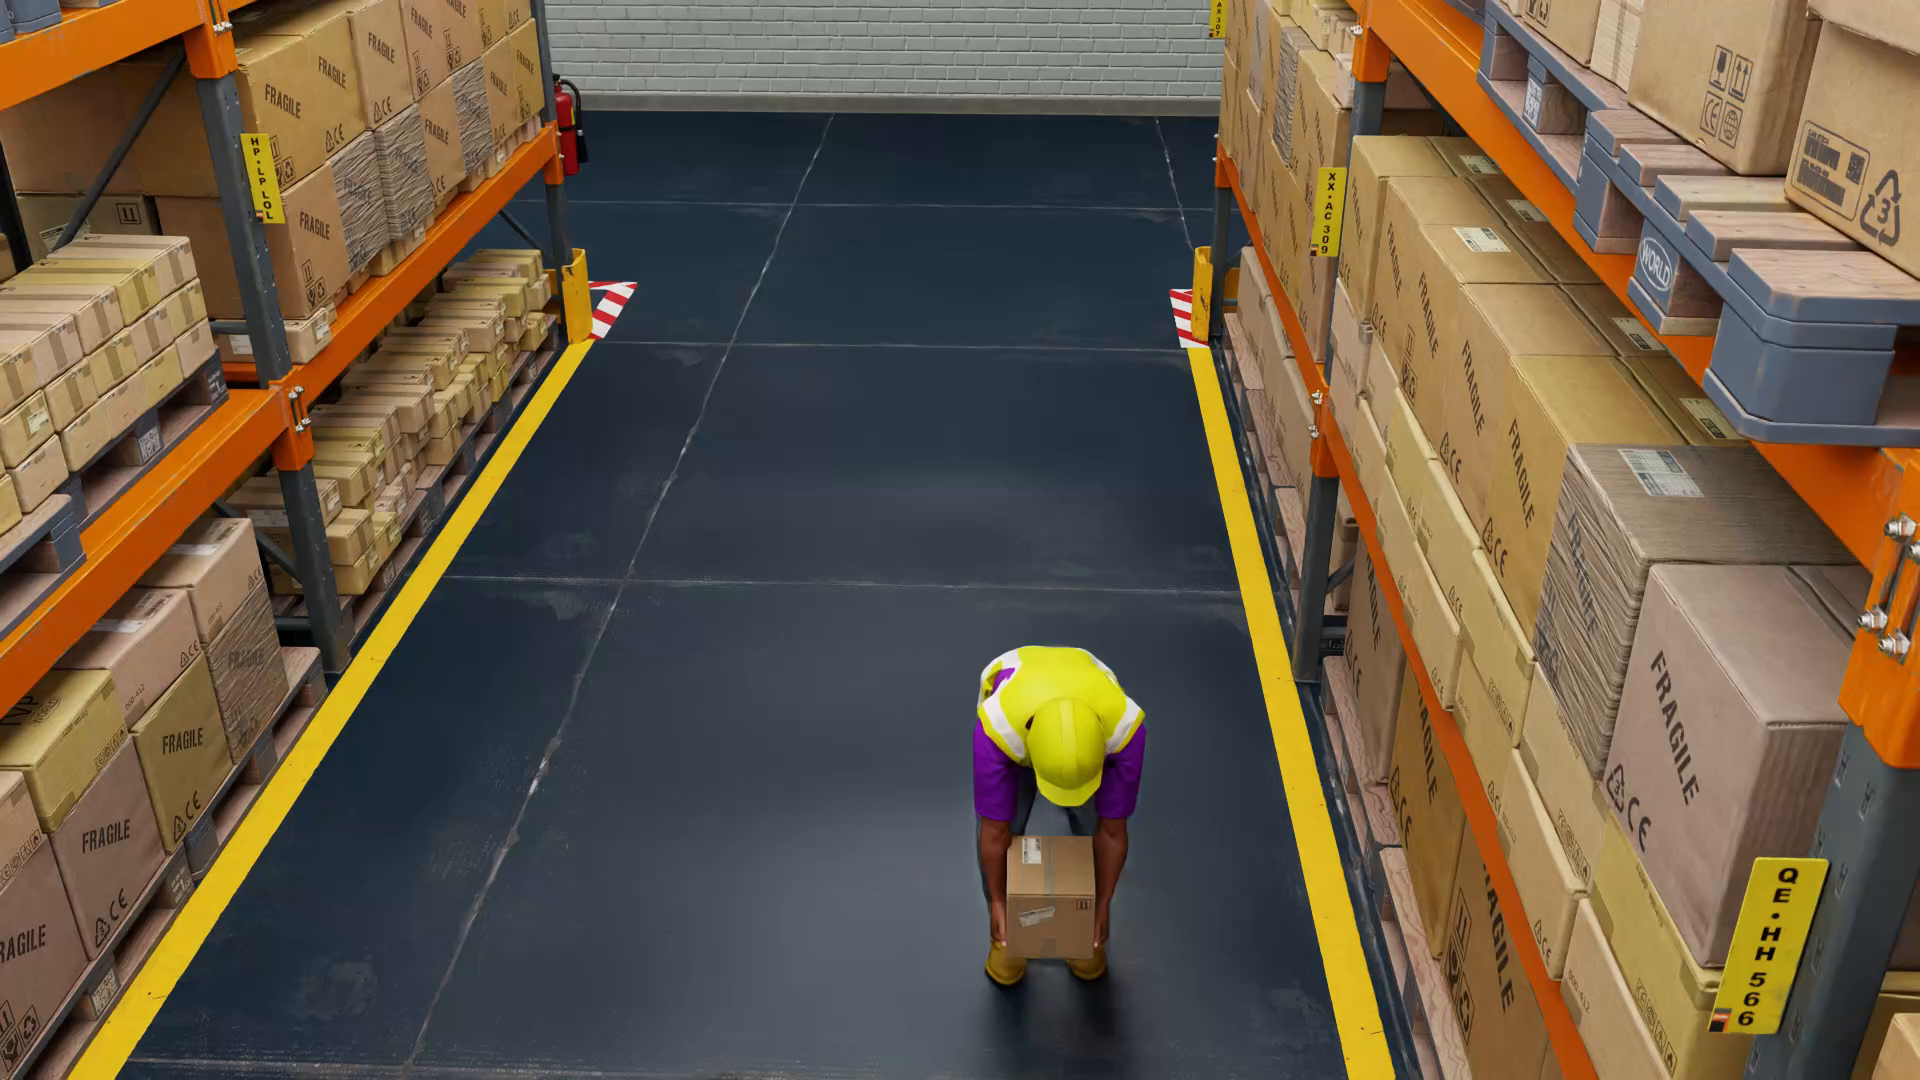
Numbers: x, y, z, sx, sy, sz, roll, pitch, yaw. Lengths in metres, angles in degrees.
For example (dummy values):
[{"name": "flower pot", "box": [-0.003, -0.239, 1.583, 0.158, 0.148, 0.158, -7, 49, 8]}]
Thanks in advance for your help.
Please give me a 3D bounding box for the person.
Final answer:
[{"name": "person", "box": [0.284, 0.848, 4.974, 0.493, 1.309, 0.924, 0, 28, 0]}]
